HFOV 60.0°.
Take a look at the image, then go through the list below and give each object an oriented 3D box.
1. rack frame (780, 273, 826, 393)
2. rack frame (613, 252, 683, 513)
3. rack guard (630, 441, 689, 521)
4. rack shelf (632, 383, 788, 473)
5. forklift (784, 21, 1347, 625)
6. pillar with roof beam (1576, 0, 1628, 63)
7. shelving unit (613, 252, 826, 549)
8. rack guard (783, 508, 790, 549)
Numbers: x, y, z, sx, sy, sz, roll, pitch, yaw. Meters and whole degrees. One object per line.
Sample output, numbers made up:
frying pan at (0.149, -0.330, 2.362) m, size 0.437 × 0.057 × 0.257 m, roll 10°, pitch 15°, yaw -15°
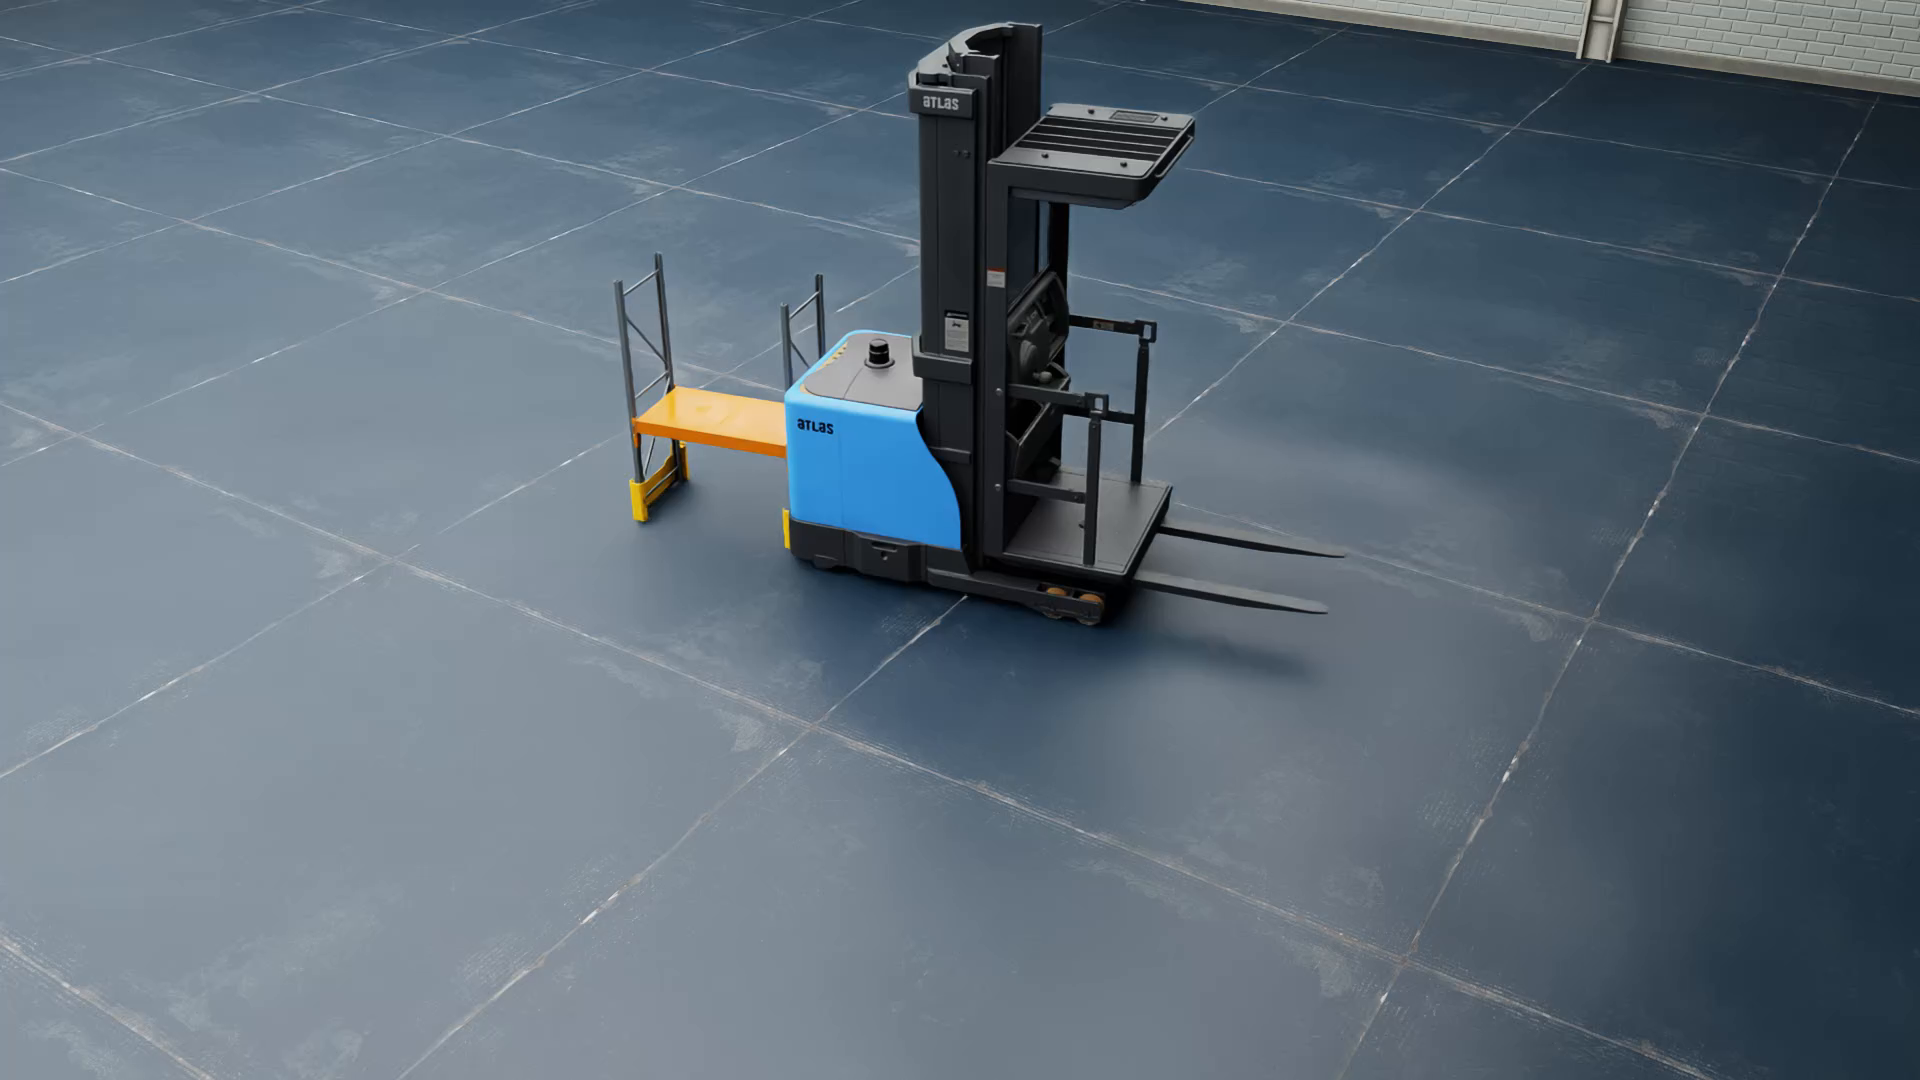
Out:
rack frame at (-0.870, -0.731, 9.515) m, size 0.032 × 1.500 × 0.500 m, roll 10°, pitch 32°, yaw 17°
rack frame at (-1.827, -0.904, 9.811) m, size 0.032 × 1.500 × 0.500 m, roll 10°, pitch 32°, yaw 17°
rack guard at (-1.826, -0.364, 10.126) m, size 0.087 × 0.250 × 0.587 m, roll 10°, pitch 32°, yaw 17°
rack shelf at (-1.348, -0.662, 9.753) m, size 1.000 × 0.185 × 0.538 m, roll 10°, pitch 32°, yaw 17°
forklift at (0.601, -1.110, 8.743) m, size 3.031 × 2.935 × 1.130 m, roll 10°, pitch 32°, yaw 17°
pillar with roof beam at (5.133, -7.673, 13.973) m, size 0.400 × 9.000 × 9.100 m, roll 18°, pitch 35°, yaw 27°
shelving unit at (-1.357, -0.819, 9.665) m, size 1.083 × 1.500 × 0.587 m, roll 10°, pitch 32°, yaw 17°
rack guard at (-0.888, -0.194, 9.835) m, size 0.087 × 0.250 × 0.587 m, roll 10°, pitch 32°, yaw 17°
